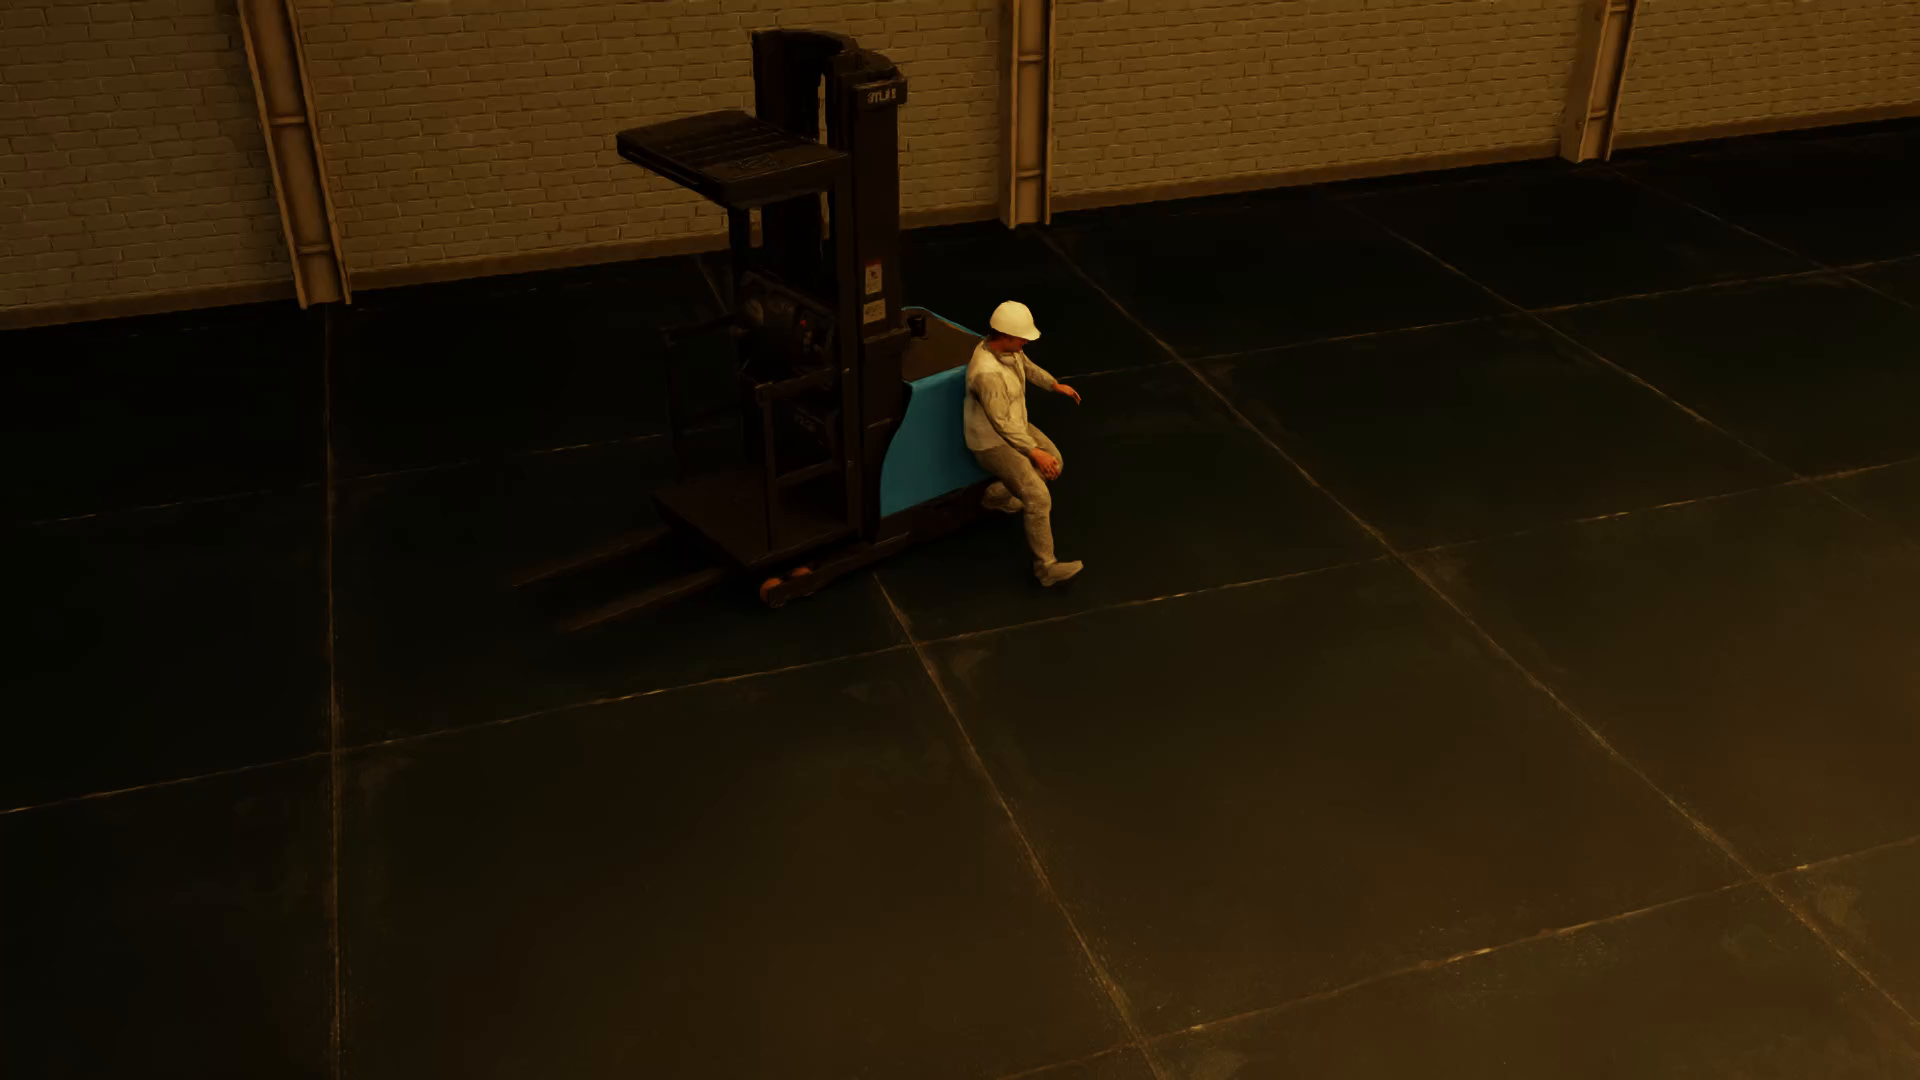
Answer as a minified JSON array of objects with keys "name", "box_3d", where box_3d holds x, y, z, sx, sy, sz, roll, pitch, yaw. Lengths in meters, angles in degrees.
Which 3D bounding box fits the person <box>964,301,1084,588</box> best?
[{"name":"person","box_3d":[0.398,-0.600,9.518,0.800,1.588,0.829,7,31,12]}]

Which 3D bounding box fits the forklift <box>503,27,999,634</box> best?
[{"name":"forklift","box_3d":[-1.132,-1.187,9.149,3.031,2.935,1.130,-22,36,-33]}]
